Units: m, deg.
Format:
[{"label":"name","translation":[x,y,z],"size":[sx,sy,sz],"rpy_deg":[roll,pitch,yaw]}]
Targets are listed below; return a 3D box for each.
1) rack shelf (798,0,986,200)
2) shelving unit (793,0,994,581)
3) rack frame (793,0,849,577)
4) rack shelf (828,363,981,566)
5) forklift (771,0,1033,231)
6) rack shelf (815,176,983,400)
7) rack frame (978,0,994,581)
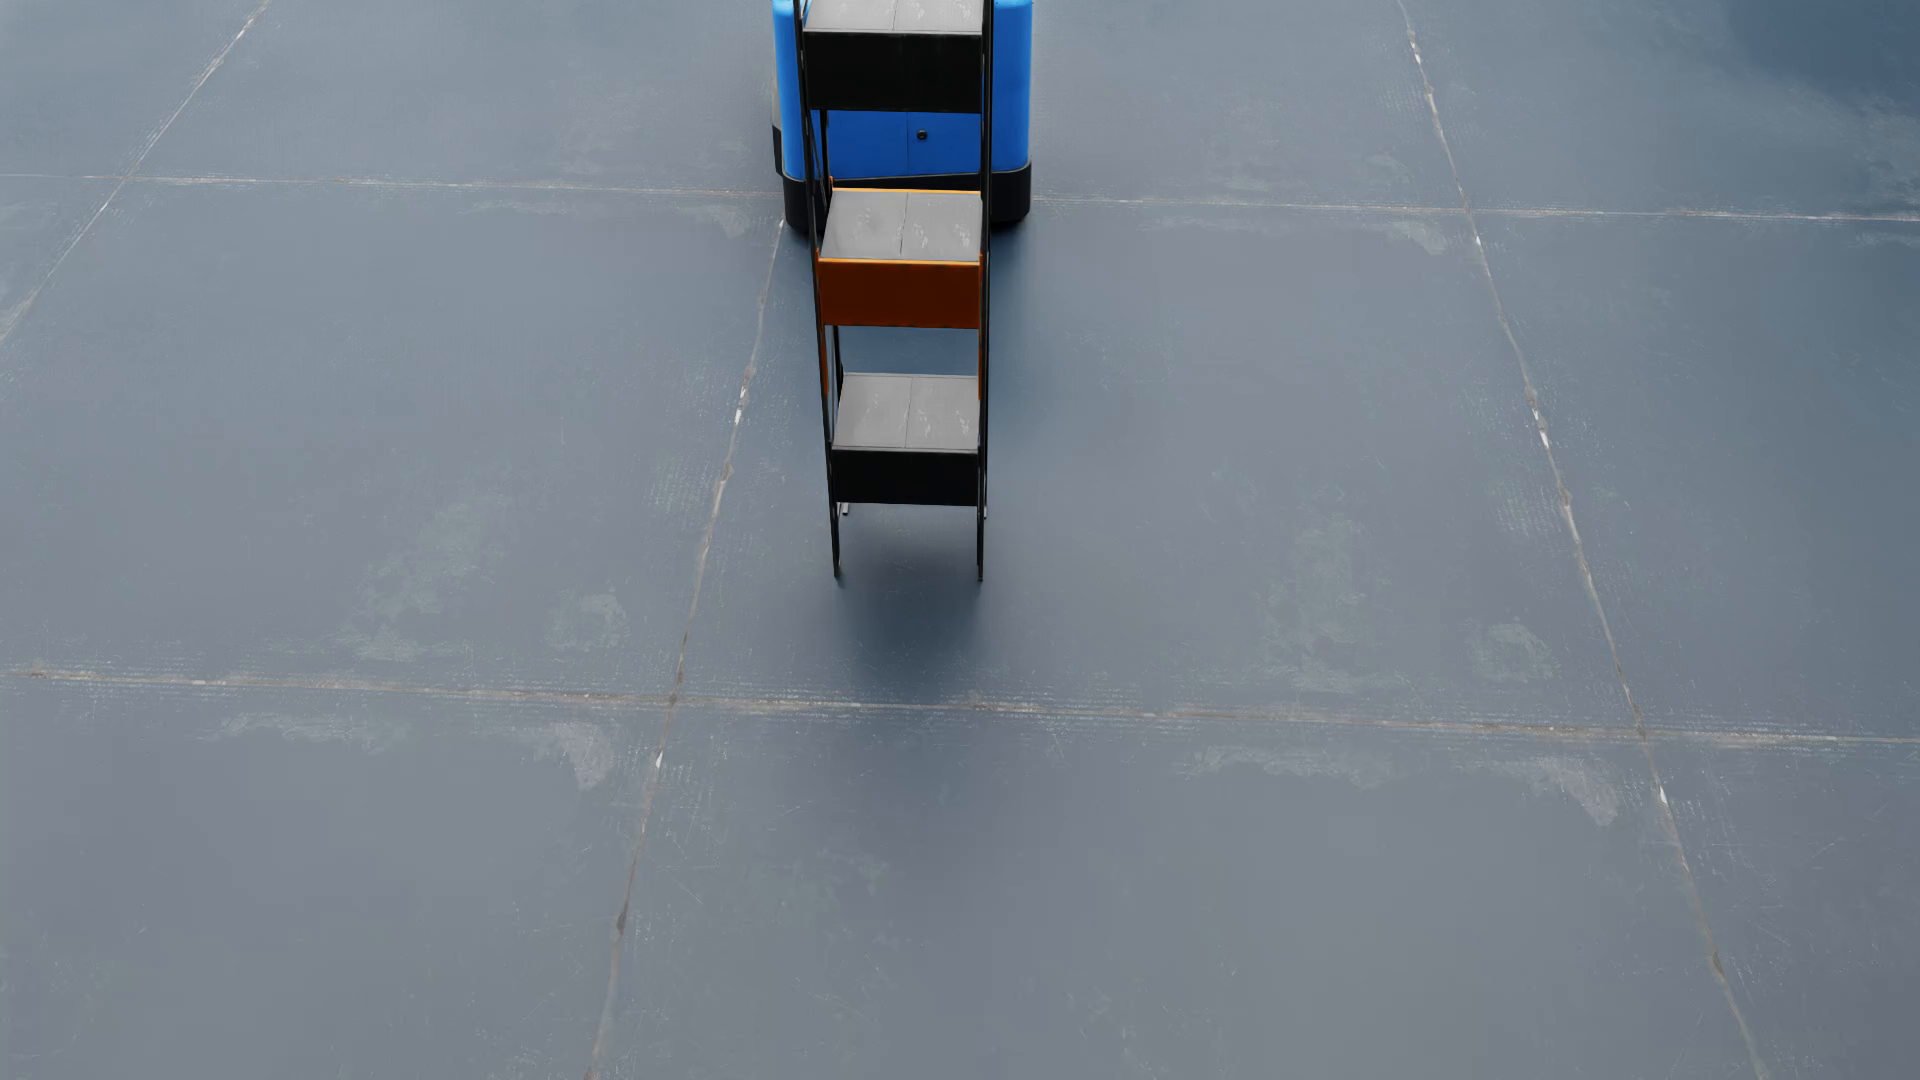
[{"label":"rack shelf","translation":[-0.165,-1.276,4.572],"size":[0.480,0.518,0.431],"rpy_deg":[2,43,2]},{"label":"shelving unit","translation":[-0.165,-0.773,5.040],"size":[0.503,2.100,0.431],"rpy_deg":[2,43,2]},{"label":"rack frame","translation":[-0.409,-0.781,5.048],"size":[0.015,2.100,0.400],"rpy_deg":[2,43,2]},{"label":"rack shelf","translation":[-0.165,-0.251,5.526],"size":[0.480,0.518,0.431],"rpy_deg":[2,43,2]},{"label":"forklift","translation":[-0.350,-3.381,7.230],"size":[1.130,2.935,3.031],"rpy_deg":[-4,43,-4]},{"label":"rack shelf","translation":[-0.165,-0.763,5.049],"size":[0.480,0.518,0.431],"rpy_deg":[2,43,2]},{"label":"rack frame","translation":[0.078,-0.766,5.032],"size":[0.015,2.100,0.400],"rpy_deg":[2,43,2]}]
